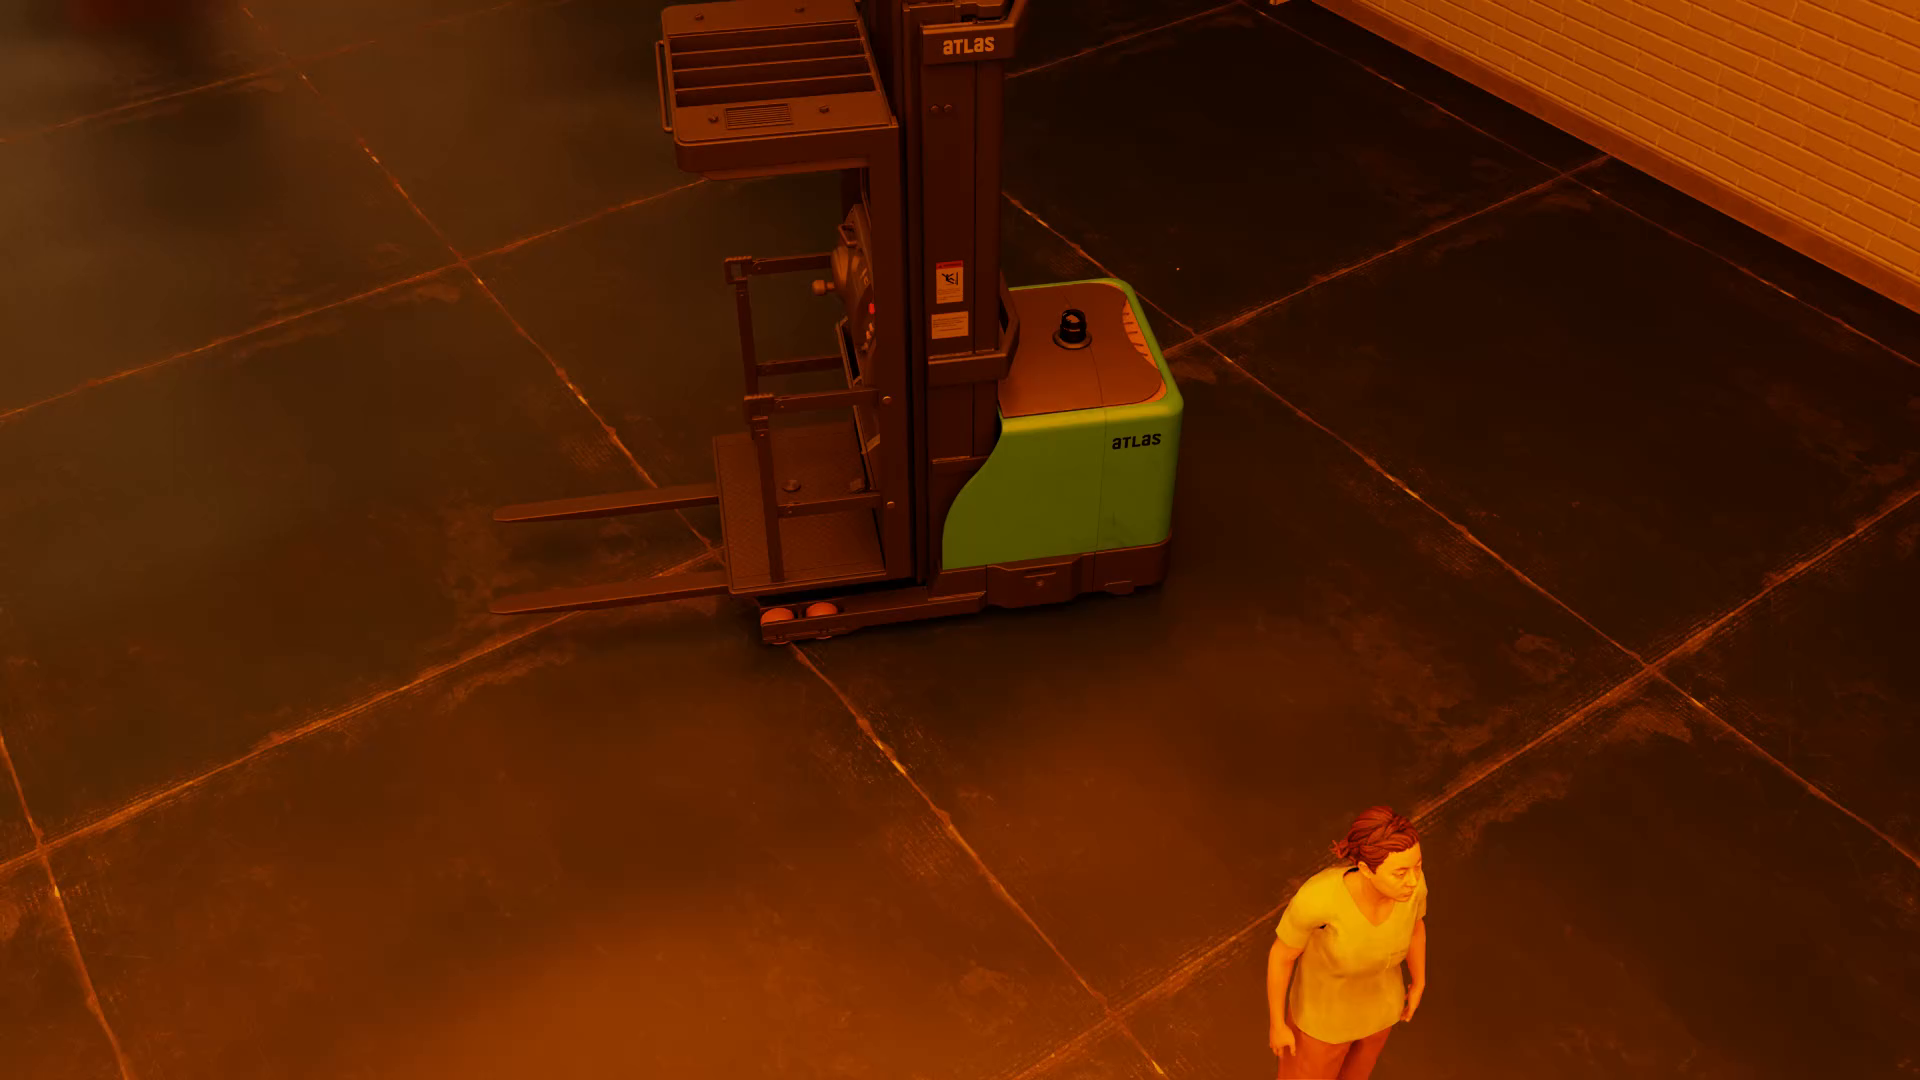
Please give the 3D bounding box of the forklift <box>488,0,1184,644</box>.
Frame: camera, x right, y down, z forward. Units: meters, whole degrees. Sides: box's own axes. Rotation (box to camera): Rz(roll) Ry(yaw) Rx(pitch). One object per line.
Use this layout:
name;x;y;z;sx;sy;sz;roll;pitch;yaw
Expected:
forklift;-0.612;-1.004;6.804;3.031;2.935;1.130;-7;43;-7

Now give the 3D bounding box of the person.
person;1.189;1.475;5.030;0.555;1.674;0.549;-14;44;-14
